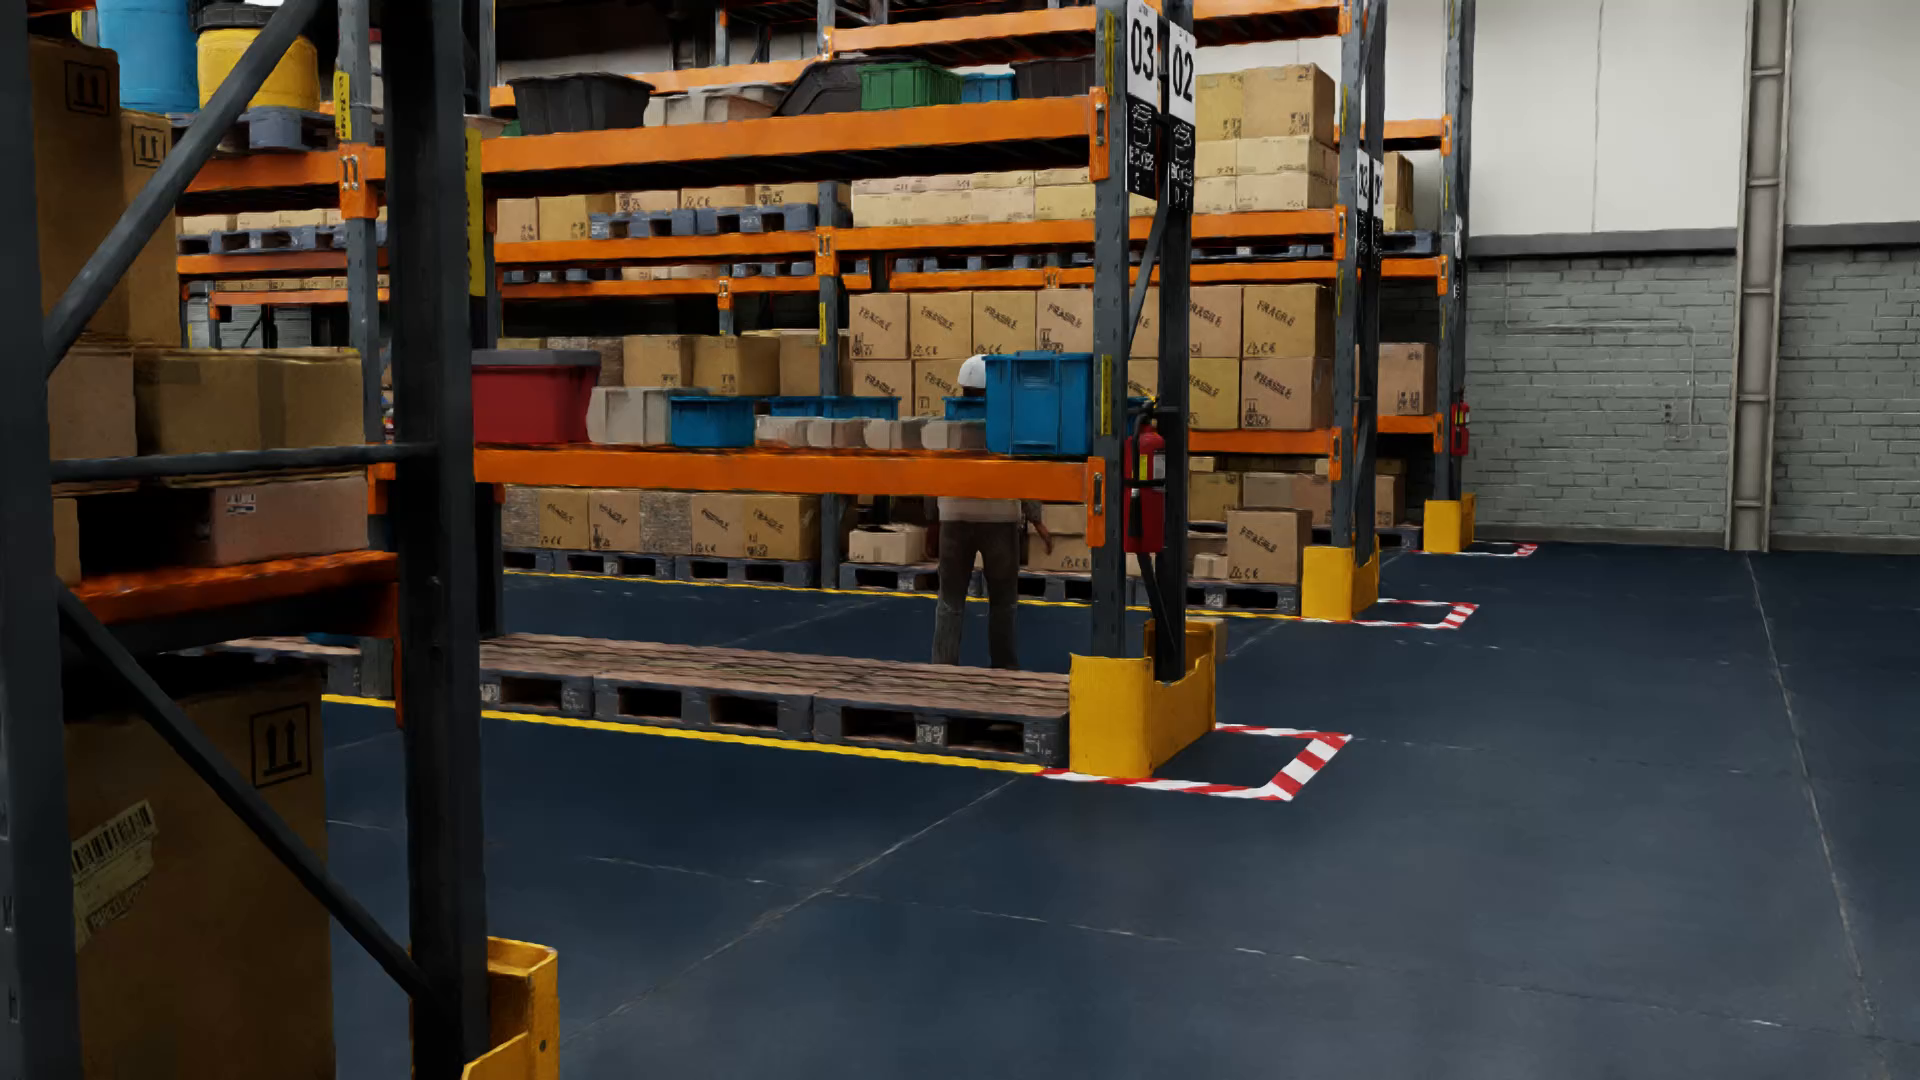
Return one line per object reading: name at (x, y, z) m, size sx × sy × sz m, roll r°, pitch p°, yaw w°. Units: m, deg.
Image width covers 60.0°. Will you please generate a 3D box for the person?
person at (0.139, -0.079, 8.682) m, size 0.727 × 1.774 × 0.615 m, roll 2°, pitch 6°, yaw 19°
